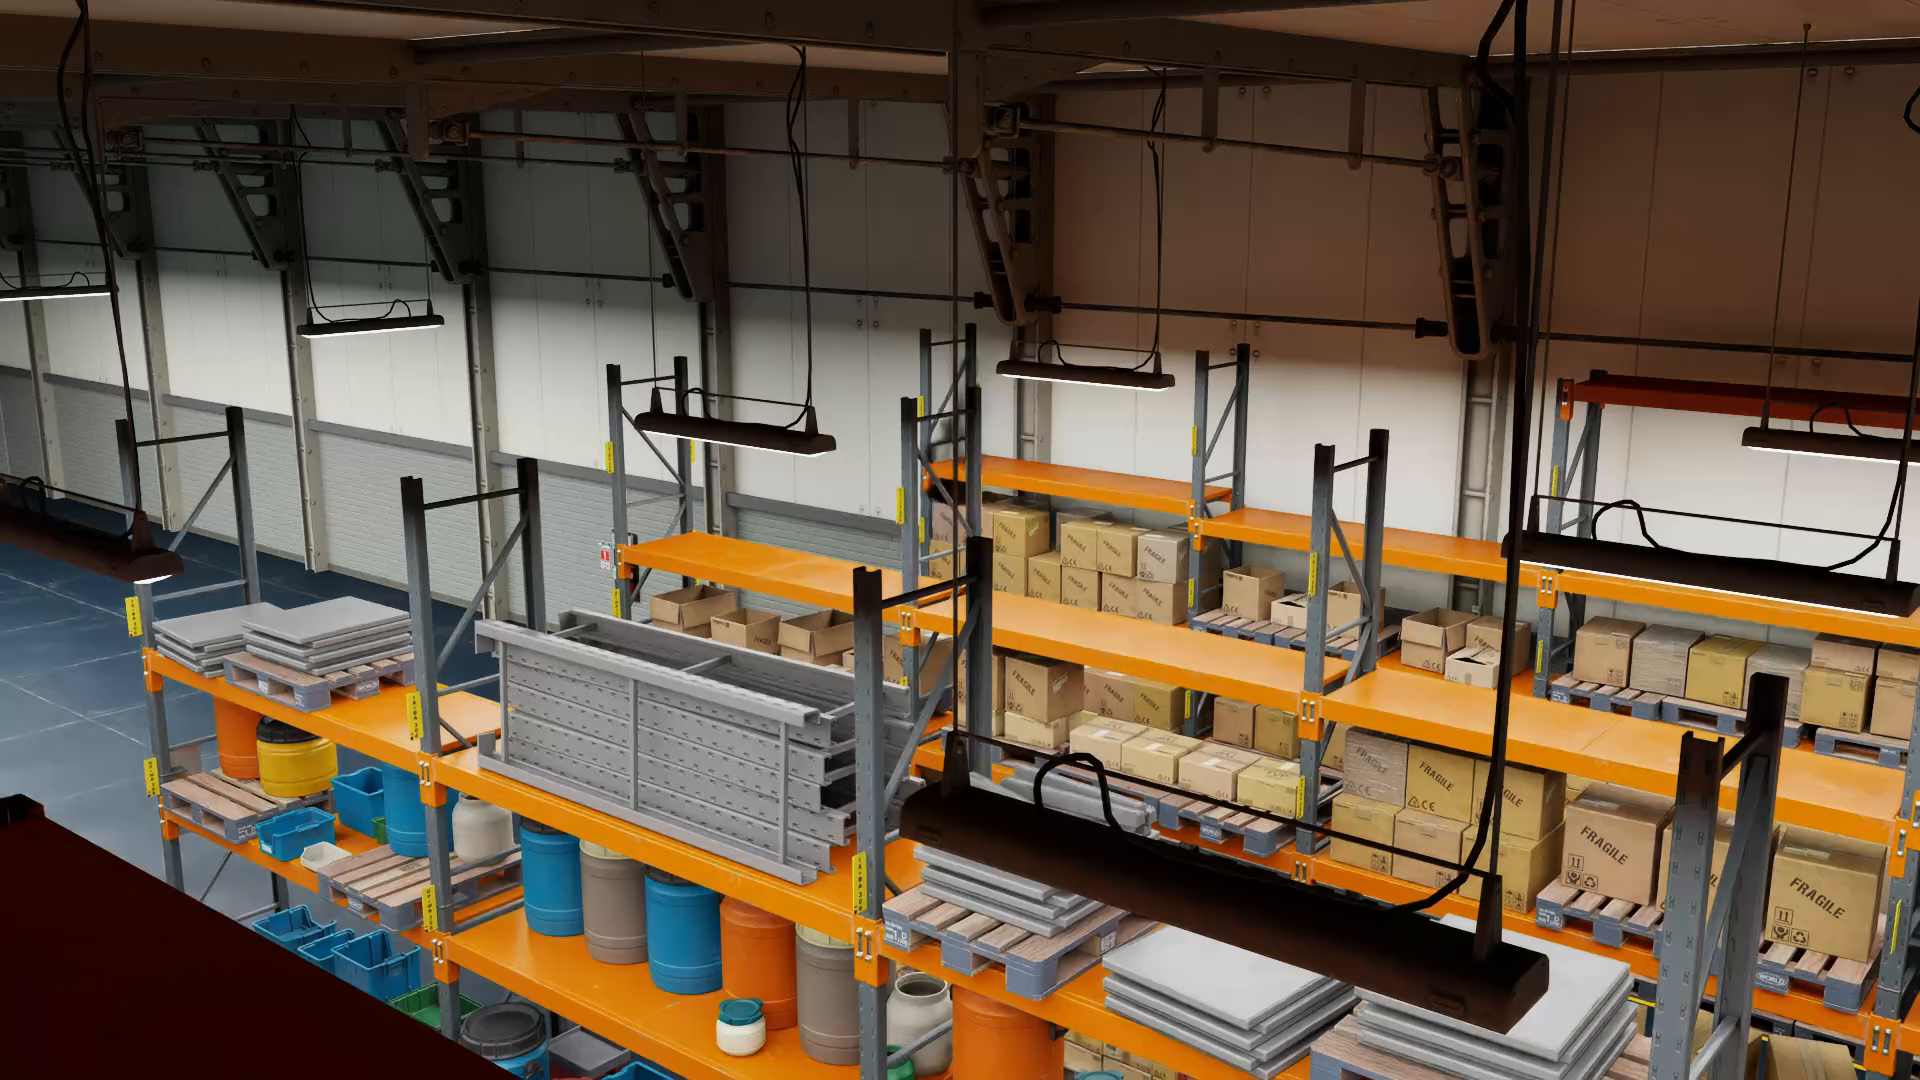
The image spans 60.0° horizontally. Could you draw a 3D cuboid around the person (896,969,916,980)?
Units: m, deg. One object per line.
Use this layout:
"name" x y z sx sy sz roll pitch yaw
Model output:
"person" -0.306 4.303 13.356 0.876 1.780 0.687 6 14 23
